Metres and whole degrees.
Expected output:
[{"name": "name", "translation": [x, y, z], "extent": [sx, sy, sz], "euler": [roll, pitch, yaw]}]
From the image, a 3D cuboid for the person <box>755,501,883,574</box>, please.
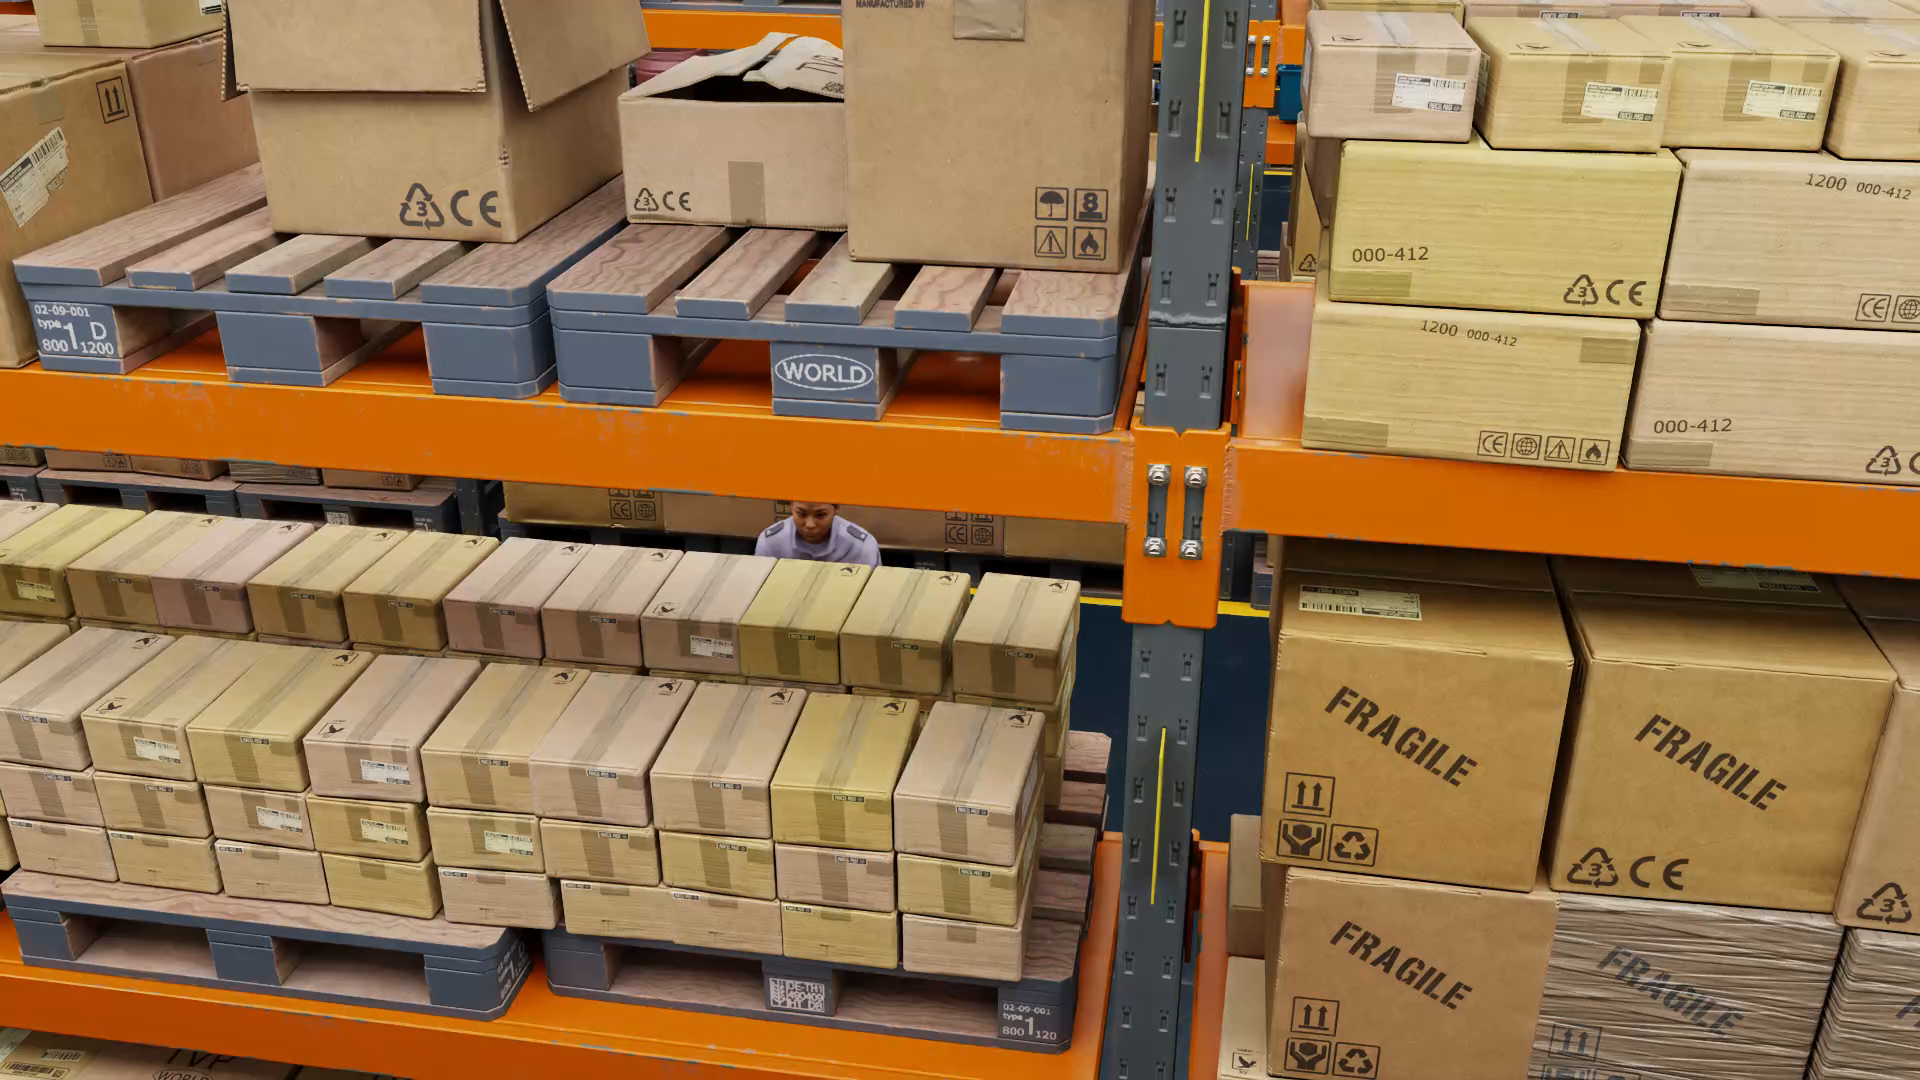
[{"name": "person", "translation": [-0.530, 0.477, 6.098], "extent": [0.563, 1.651, 0.375], "euler": [3, 25, 5]}]
